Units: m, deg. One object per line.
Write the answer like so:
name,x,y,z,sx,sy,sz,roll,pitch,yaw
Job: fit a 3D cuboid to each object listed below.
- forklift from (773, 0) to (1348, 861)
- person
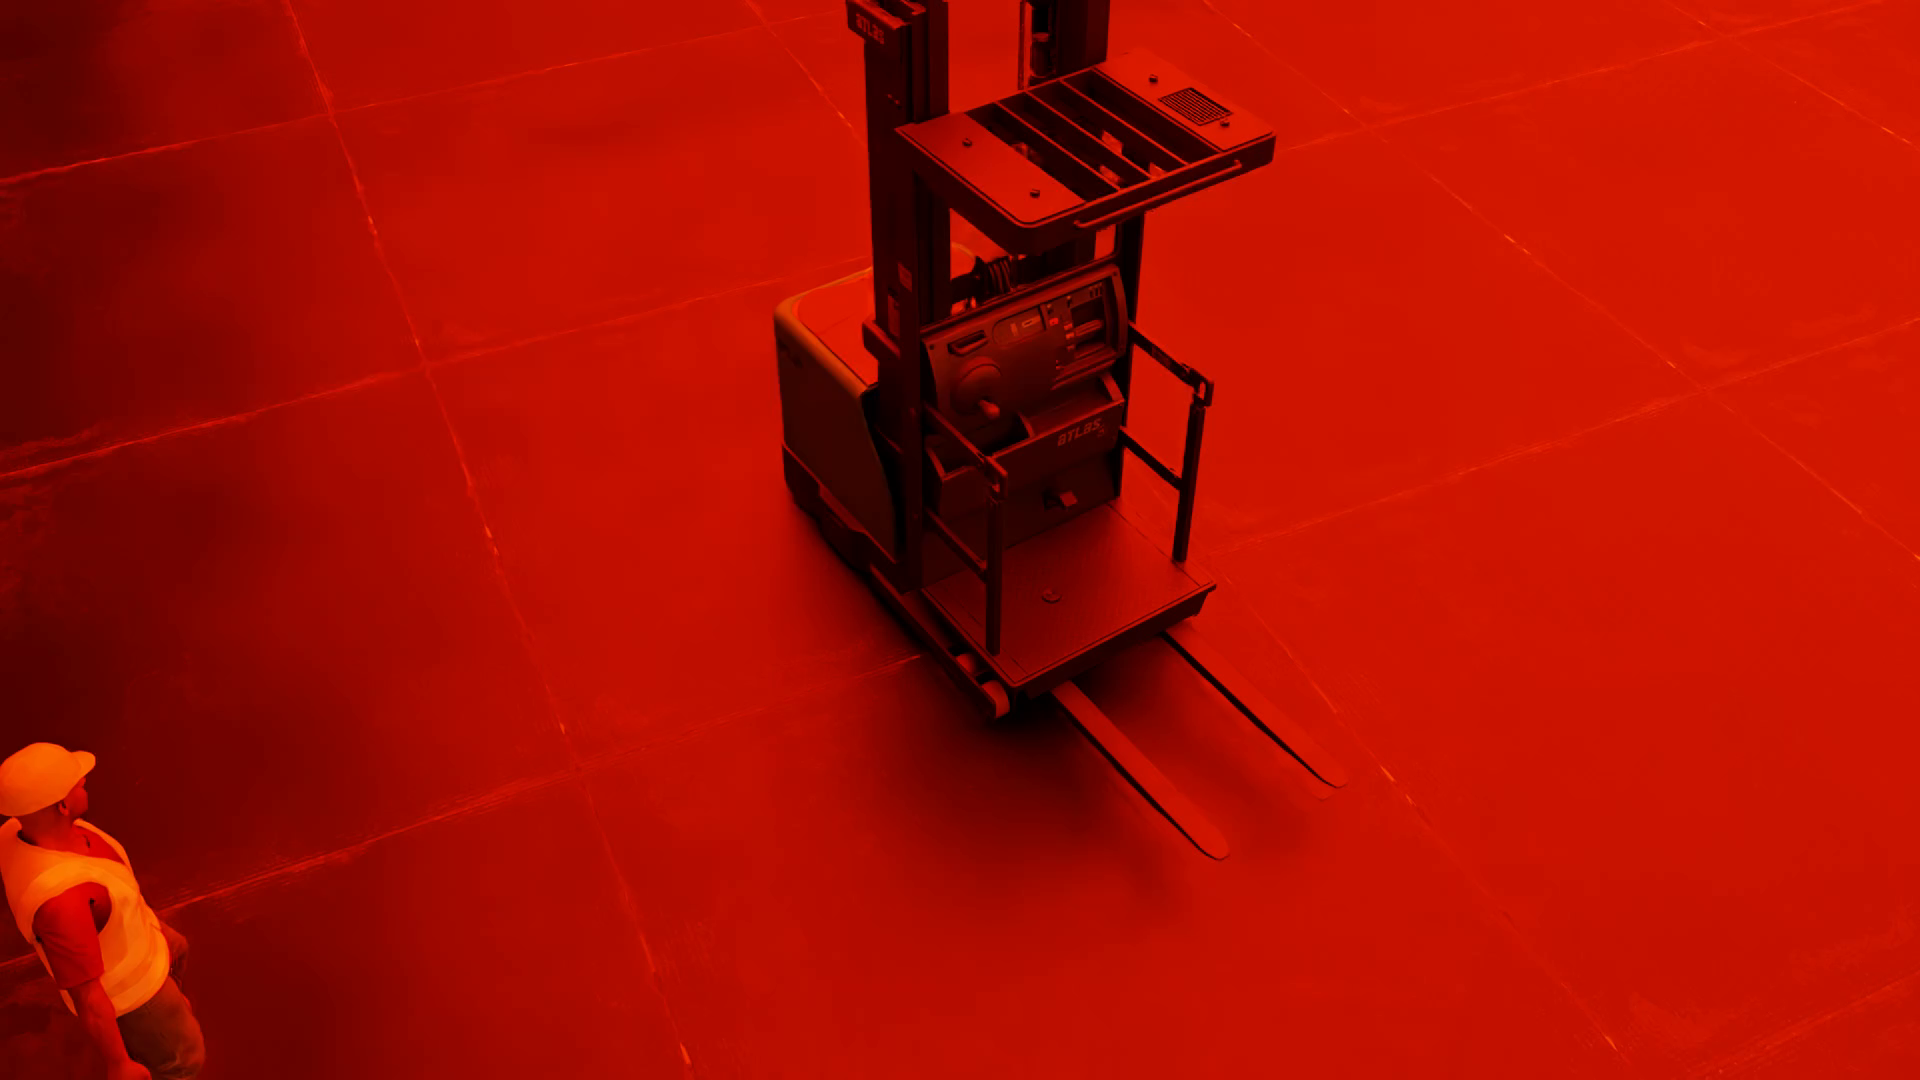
forklift,0.393,-0.691,6.420,1.130,2.935,3.031,-25,48,-24
person,-2.645,1.349,5.167,0.487,1.741,0.902,-24,48,-24
